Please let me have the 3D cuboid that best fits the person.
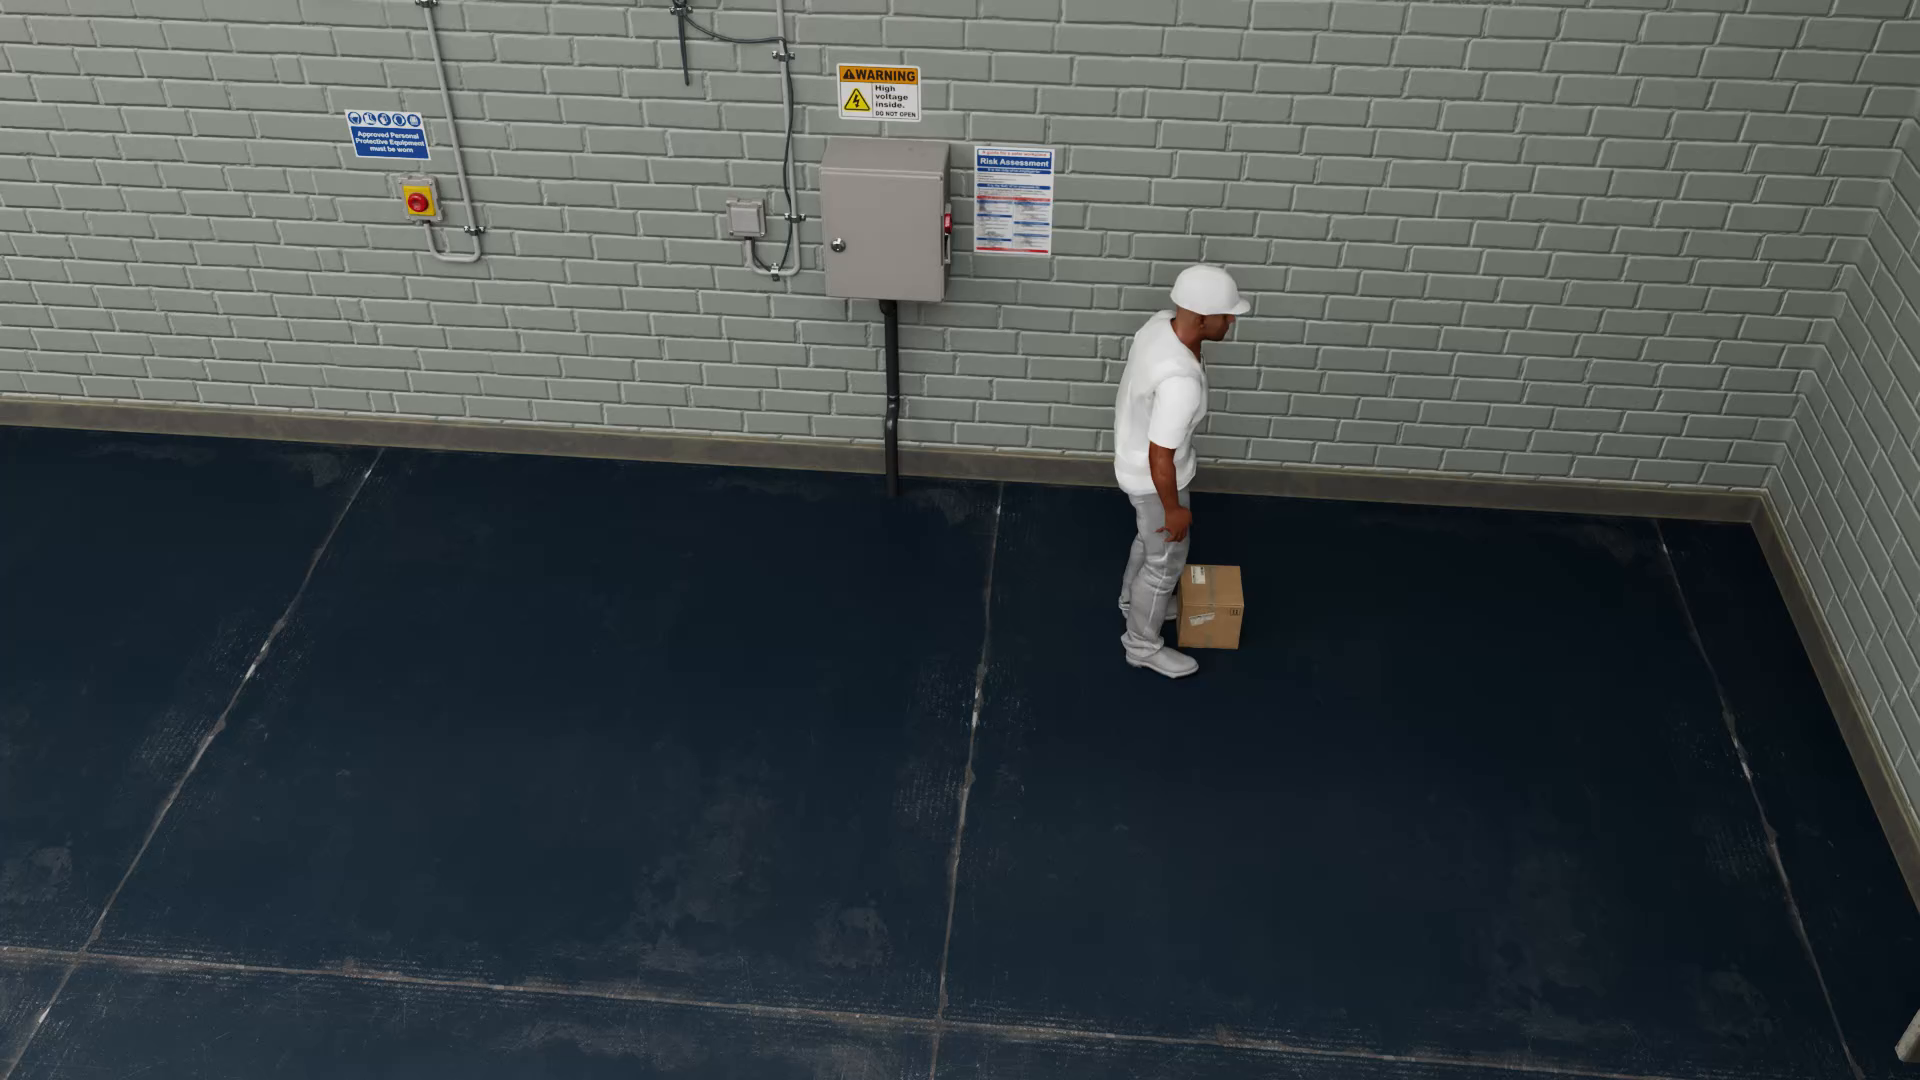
[{"bbox_3d":[0.820,-0.284,6.482,0.459,1.761,0.627,3,40,4],"label":"person"}]
